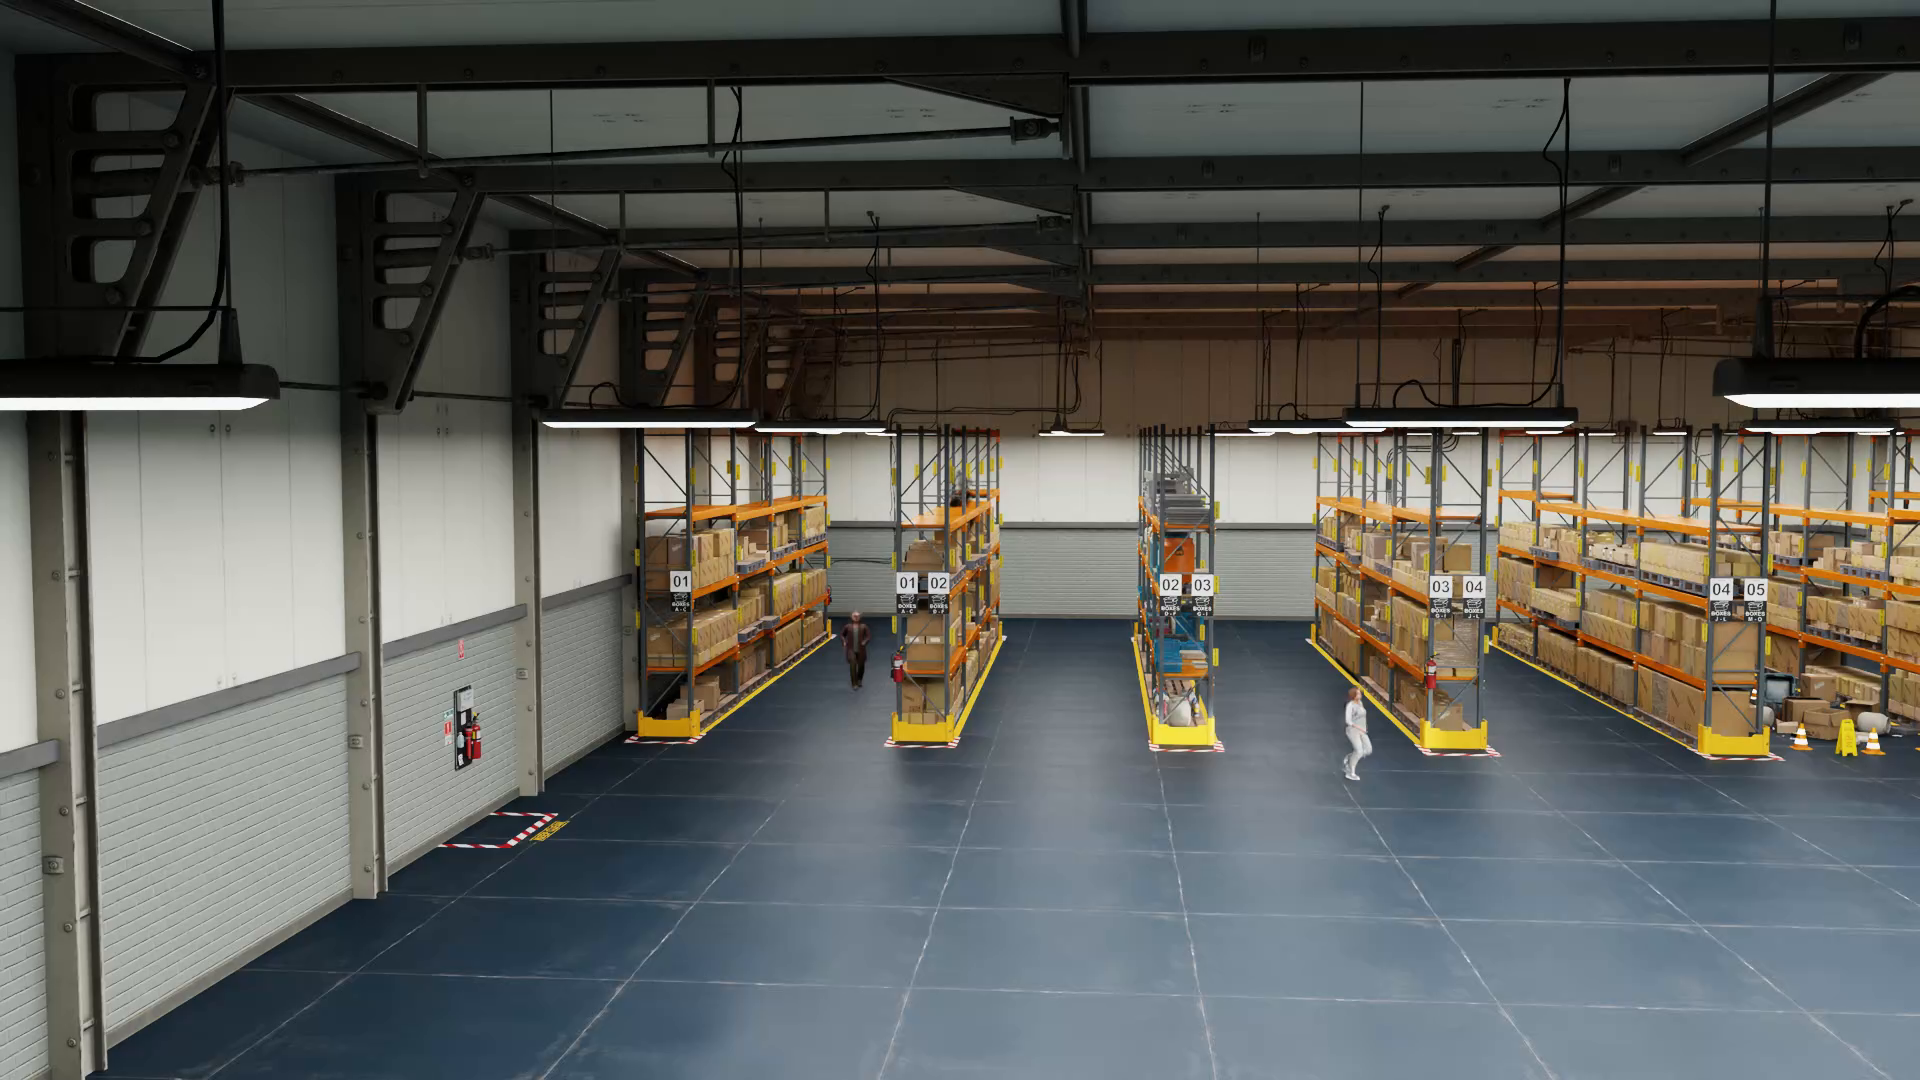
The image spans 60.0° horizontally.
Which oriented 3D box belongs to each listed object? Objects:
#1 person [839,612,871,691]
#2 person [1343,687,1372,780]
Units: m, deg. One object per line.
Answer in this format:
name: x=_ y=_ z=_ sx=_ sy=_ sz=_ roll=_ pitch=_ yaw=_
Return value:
person: x=-2.341 y=2.479 z=37.224 sx=0.715 sy=1.732 sz=0.819 roll=0 pitch=3 yaw=-5
person: x=6.665 y=3.249 z=27.934 sx=0.484 sy=1.562 sz=0.548 roll=3 pitch=5 yaw=40
